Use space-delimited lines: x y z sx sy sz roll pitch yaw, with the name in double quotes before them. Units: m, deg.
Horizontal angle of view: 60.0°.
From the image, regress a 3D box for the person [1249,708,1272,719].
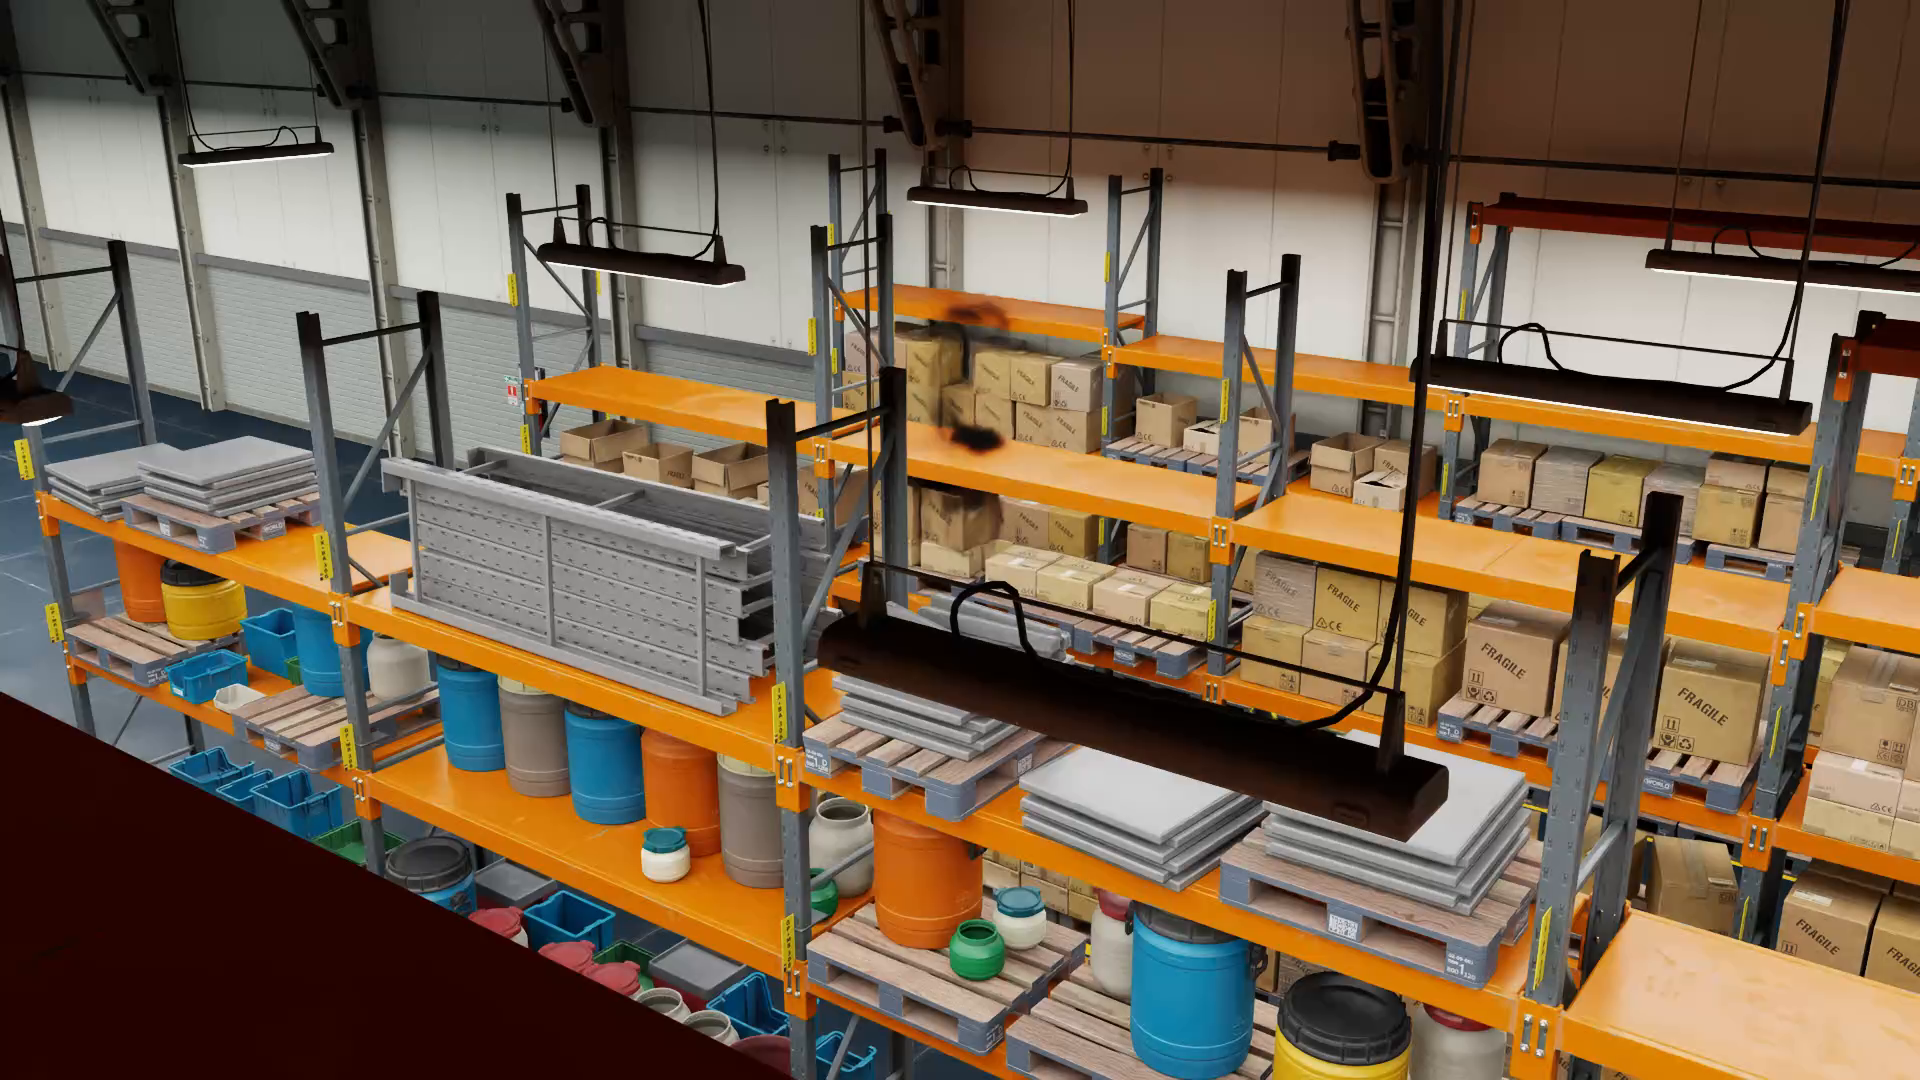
"person" 2.960 2.396 15.321 0.873 1.707 0.672 15 24 38
